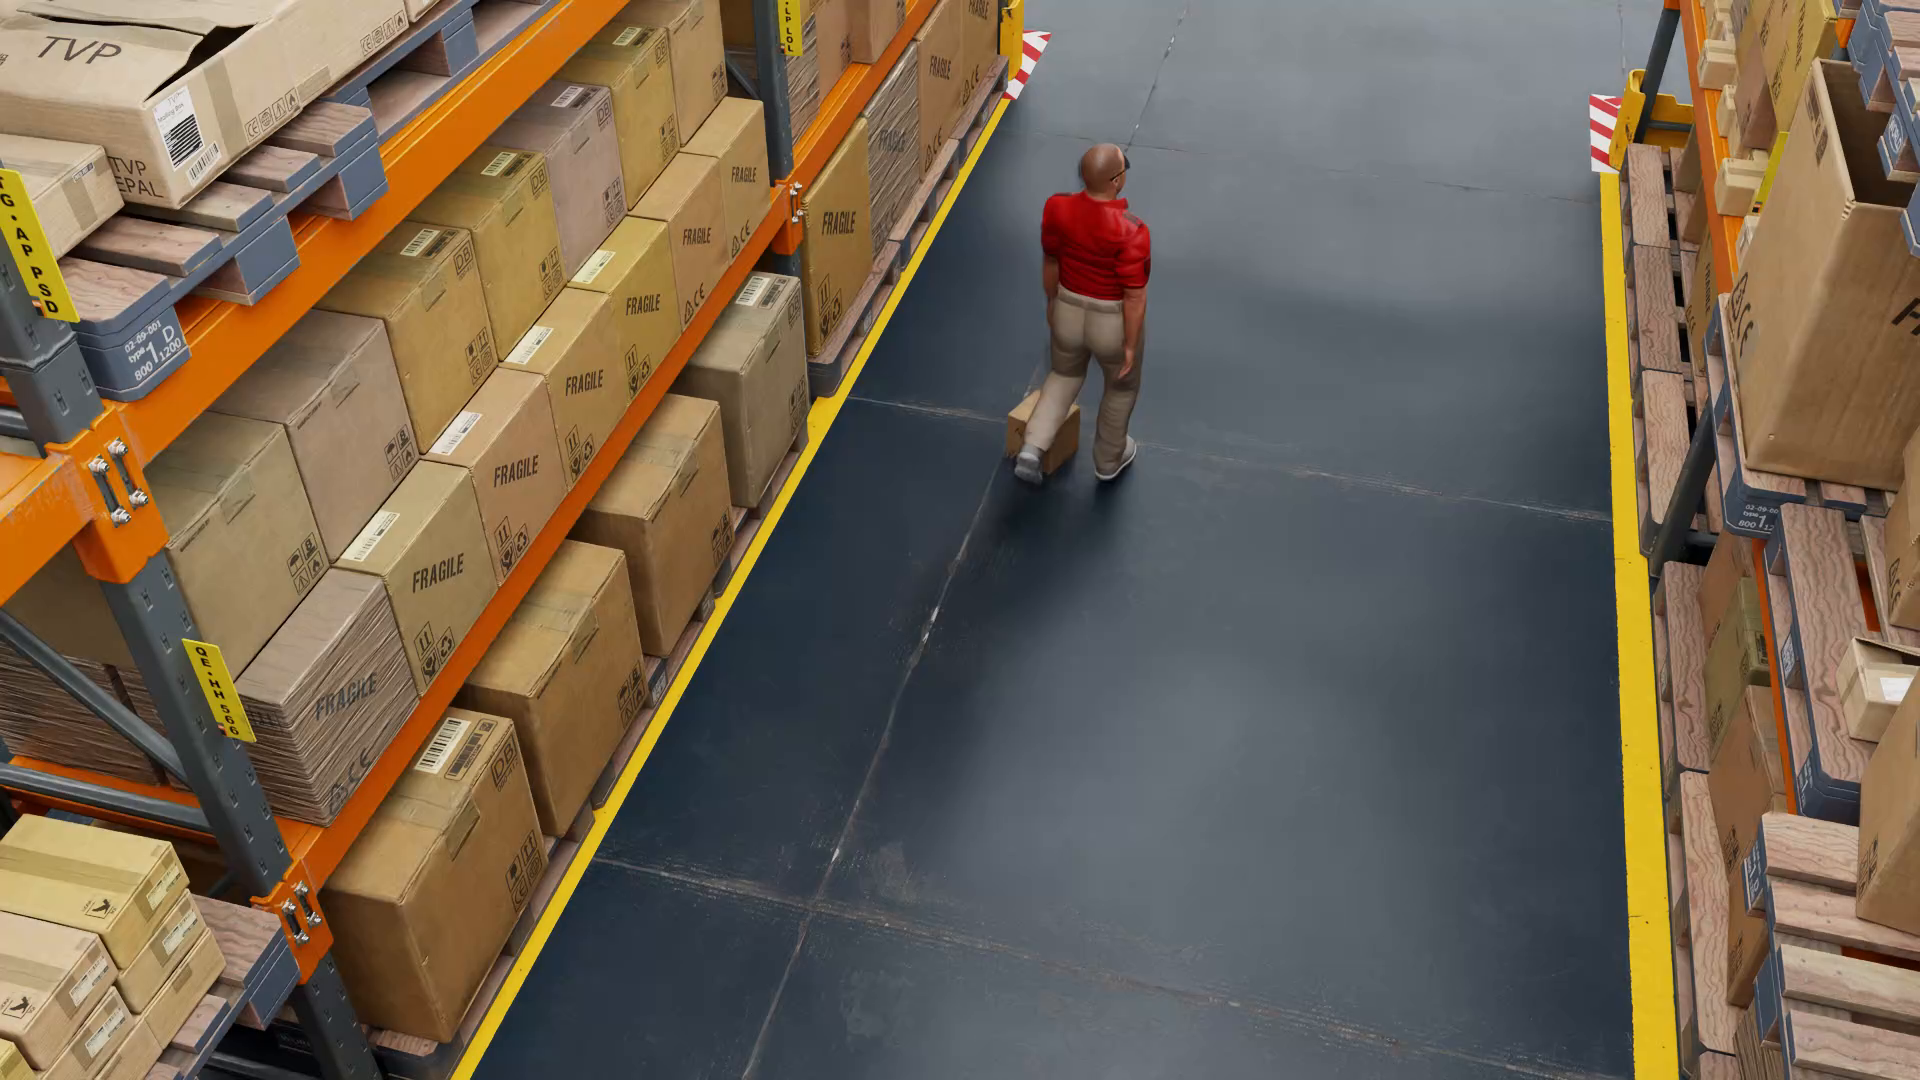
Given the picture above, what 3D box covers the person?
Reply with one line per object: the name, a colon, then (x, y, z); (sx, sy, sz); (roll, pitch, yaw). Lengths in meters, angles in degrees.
person: (0.570, -0.904, 7.246); (0.522, 1.634, 0.704); (20, 45, 22)
